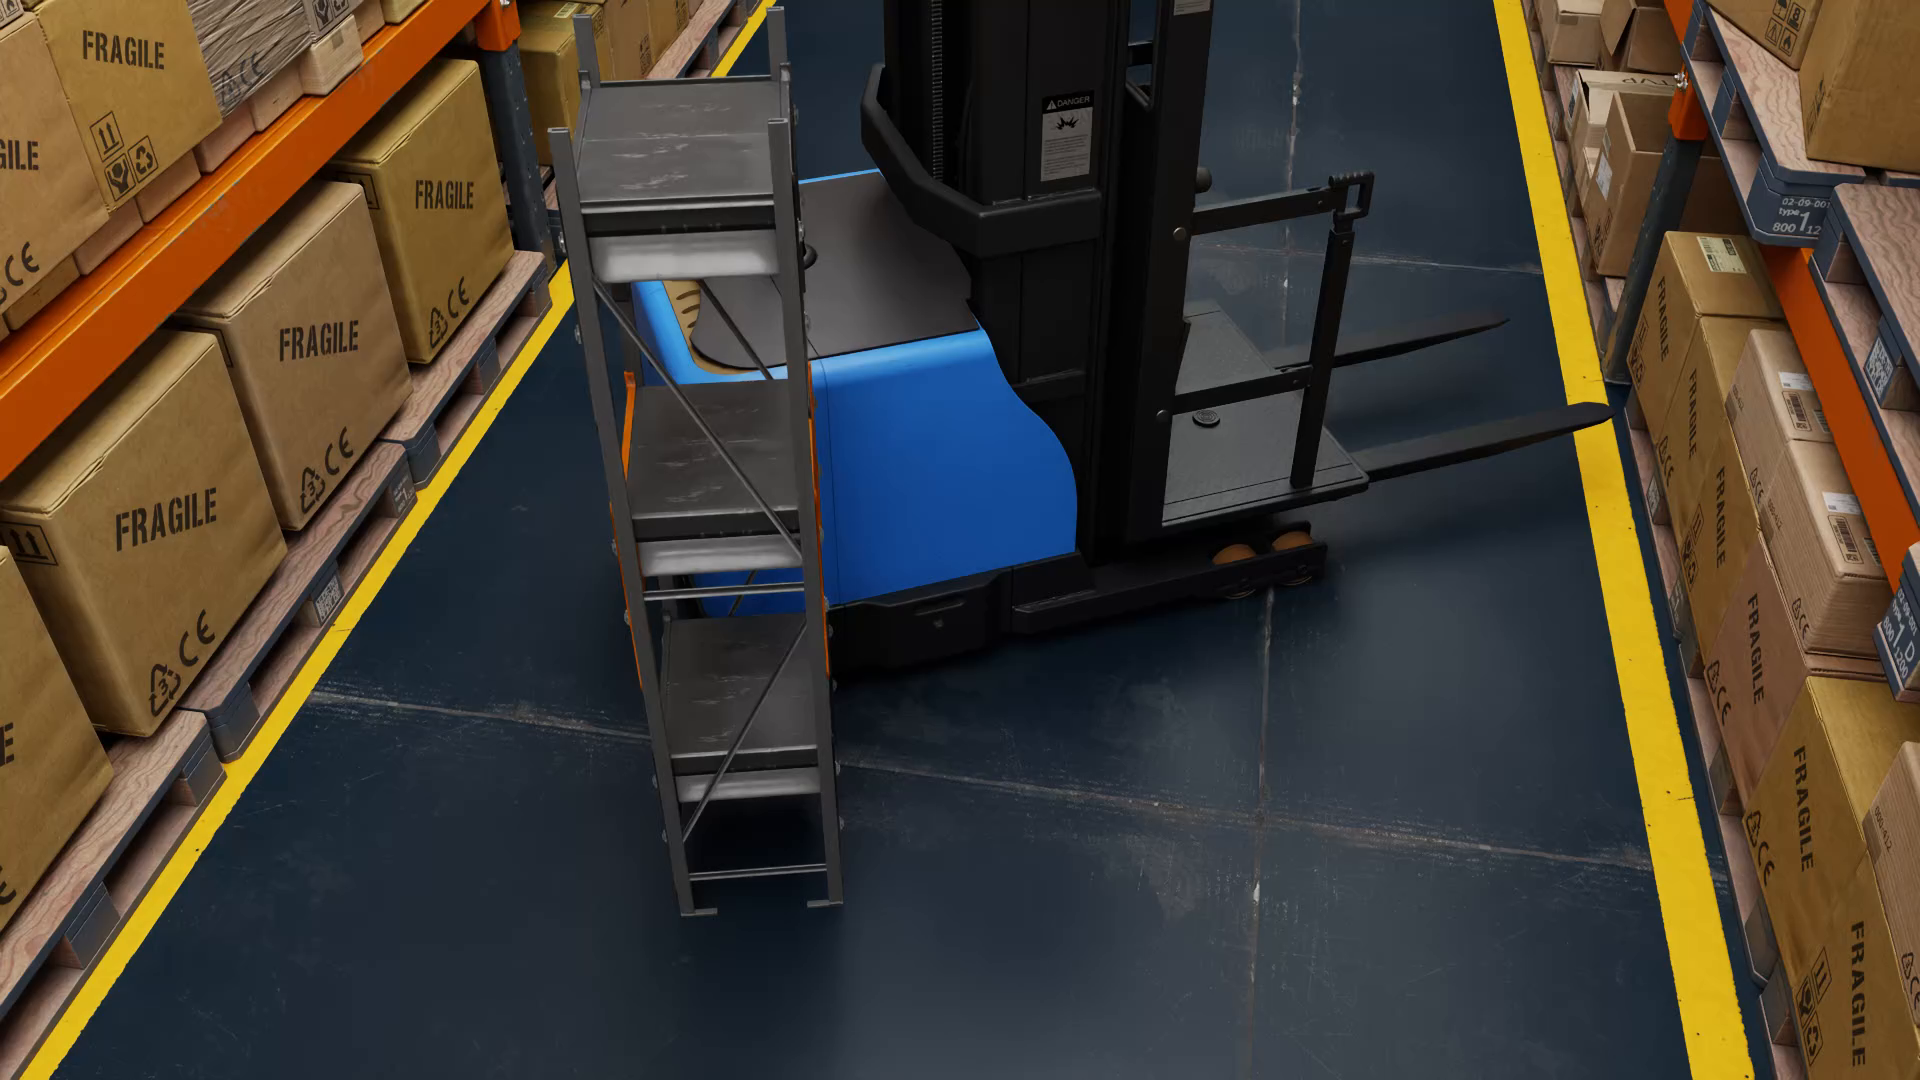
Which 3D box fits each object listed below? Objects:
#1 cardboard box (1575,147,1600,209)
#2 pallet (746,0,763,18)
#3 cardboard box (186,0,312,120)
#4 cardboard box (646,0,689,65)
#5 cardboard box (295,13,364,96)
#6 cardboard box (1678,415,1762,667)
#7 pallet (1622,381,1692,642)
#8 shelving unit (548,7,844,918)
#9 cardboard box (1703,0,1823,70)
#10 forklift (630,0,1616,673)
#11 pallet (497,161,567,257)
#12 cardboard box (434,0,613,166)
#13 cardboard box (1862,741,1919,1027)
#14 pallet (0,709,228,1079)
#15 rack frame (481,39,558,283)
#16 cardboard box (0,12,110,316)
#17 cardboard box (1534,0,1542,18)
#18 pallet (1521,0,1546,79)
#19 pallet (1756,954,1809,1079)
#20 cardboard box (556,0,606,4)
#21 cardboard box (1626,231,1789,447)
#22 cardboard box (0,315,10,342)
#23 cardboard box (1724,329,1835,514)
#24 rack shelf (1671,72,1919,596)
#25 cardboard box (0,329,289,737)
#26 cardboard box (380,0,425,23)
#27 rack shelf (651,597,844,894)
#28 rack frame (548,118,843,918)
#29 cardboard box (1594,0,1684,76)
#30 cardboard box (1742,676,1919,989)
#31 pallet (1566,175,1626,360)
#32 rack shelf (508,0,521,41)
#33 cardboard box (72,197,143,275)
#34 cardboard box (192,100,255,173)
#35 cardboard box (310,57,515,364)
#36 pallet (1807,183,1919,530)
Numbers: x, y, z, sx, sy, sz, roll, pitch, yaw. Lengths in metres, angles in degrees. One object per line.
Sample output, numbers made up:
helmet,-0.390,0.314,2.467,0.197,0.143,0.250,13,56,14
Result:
cardboard box,2.621,-1.394,6.474,0.380,0.149,0.250,6,40,8
pallet,-1.452,-3.161,8.908,1.003,0.211,1.213,6,40,8
cardboard box,-2.089,-1.444,4.315,0.500,0.500,0.500,6,40,8
cardboard box,-1.672,-2.530,7.588,0.700,0.500,0.500,7,40,9
cardboard box,-1.960,-1.413,4.786,0.380,0.149,0.250,6,40,8
cardboard box,2.297,0.027,4.480,0.500,0.500,0.500,7,40,8
pallet,2.693,-0.103,5.209,1.003,0.211,1.213,6,40,8
shelving unit,-0.514,-0.044,3.656,0.431,2.100,0.503,-3,40,-4
cardboard box,2.494,-1.620,4.447,0.700,0.500,0.500,-6,40,-7
forklift,0.590,-1.258,4.471,3.031,2.935,1.130,-12,41,-14
pallet,-1.875,-1.630,7.056,1.003,0.211,1.213,6,40,8
cardboard box,-1.853,-1.893,6.817,0.700,0.500,0.500,7,40,8
cardboard box,2.040,0.674,3.109,0.500,0.250,0.500,8,40,9
pallet,-2.565,0.862,4.041,1.003,0.211,1.213,6,40,8
rack frame,-2.083,-2.236,5.601,1.000,3.000,0.127,6,40,8
cardboard box,-2.253,-0.802,3.539,0.500,0.500,0.500,6,40,7
cardboard box,3.028,-2.689,7.961,0.500,0.250,0.500,6,40,8
pallet,3.338,-2.580,8.205,1.003,0.211,1.213,6,40,8
pallet,2.270,1.428,3.357,1.003,0.211,1.213,6,40,8
cardboard box,-1.614,-2.338,6.846,0.380,0.149,0.250,8,40,9
cardboard box,2.473,-0.622,5.265,0.500,0.500,0.500,5,40,6
cardboard box,-2.350,-0.468,3.643,0.380,0.149,0.250,7,40,9
cardboard box,2.299,-0.283,4.267,0.500,0.250,0.500,6,40,8
rack shelf,2.450,-0.160,3.654,1.077,0.370,4.000,6,40,8
cardboard box,-2.361,-0.055,4.320,0.750,0.750,0.750,6,40,7
cardboard box,-1.883,-1.743,5.185,0.380,0.149,0.250,7,40,8
rack shelf,-0.514,0.506,4.110,0.431,0.518,0.480,-3,40,-4
rack frame,-0.491,0.111,3.468,0.400,2.100,0.015,-3,40,-4
cardboard box,3.116,-2.079,7.025,0.797,0.503,0.637,6,40,8
cardboard box,2.125,0.674,3.697,0.500,0.500,0.500,5,40,6
pallet,2.916,-1.049,6.353,1.003,0.211,1.213,6,40,8
rack shelf,-1.737,-3.214,7.348,1.077,0.370,4.000,6,40,8
cardboard box,-2.236,-0.782,4.023,0.380,0.149,0.250,7,40,8
cardboard box,-2.126,-1.111,4.422,0.380,0.149,0.250,5,40,6
cardboard box,-2.068,-1.147,5.641,0.750,0.750,0.750,7,40,8
pallet,2.436,-0.329,3.445,1.003,0.211,1.213,6,40,8
